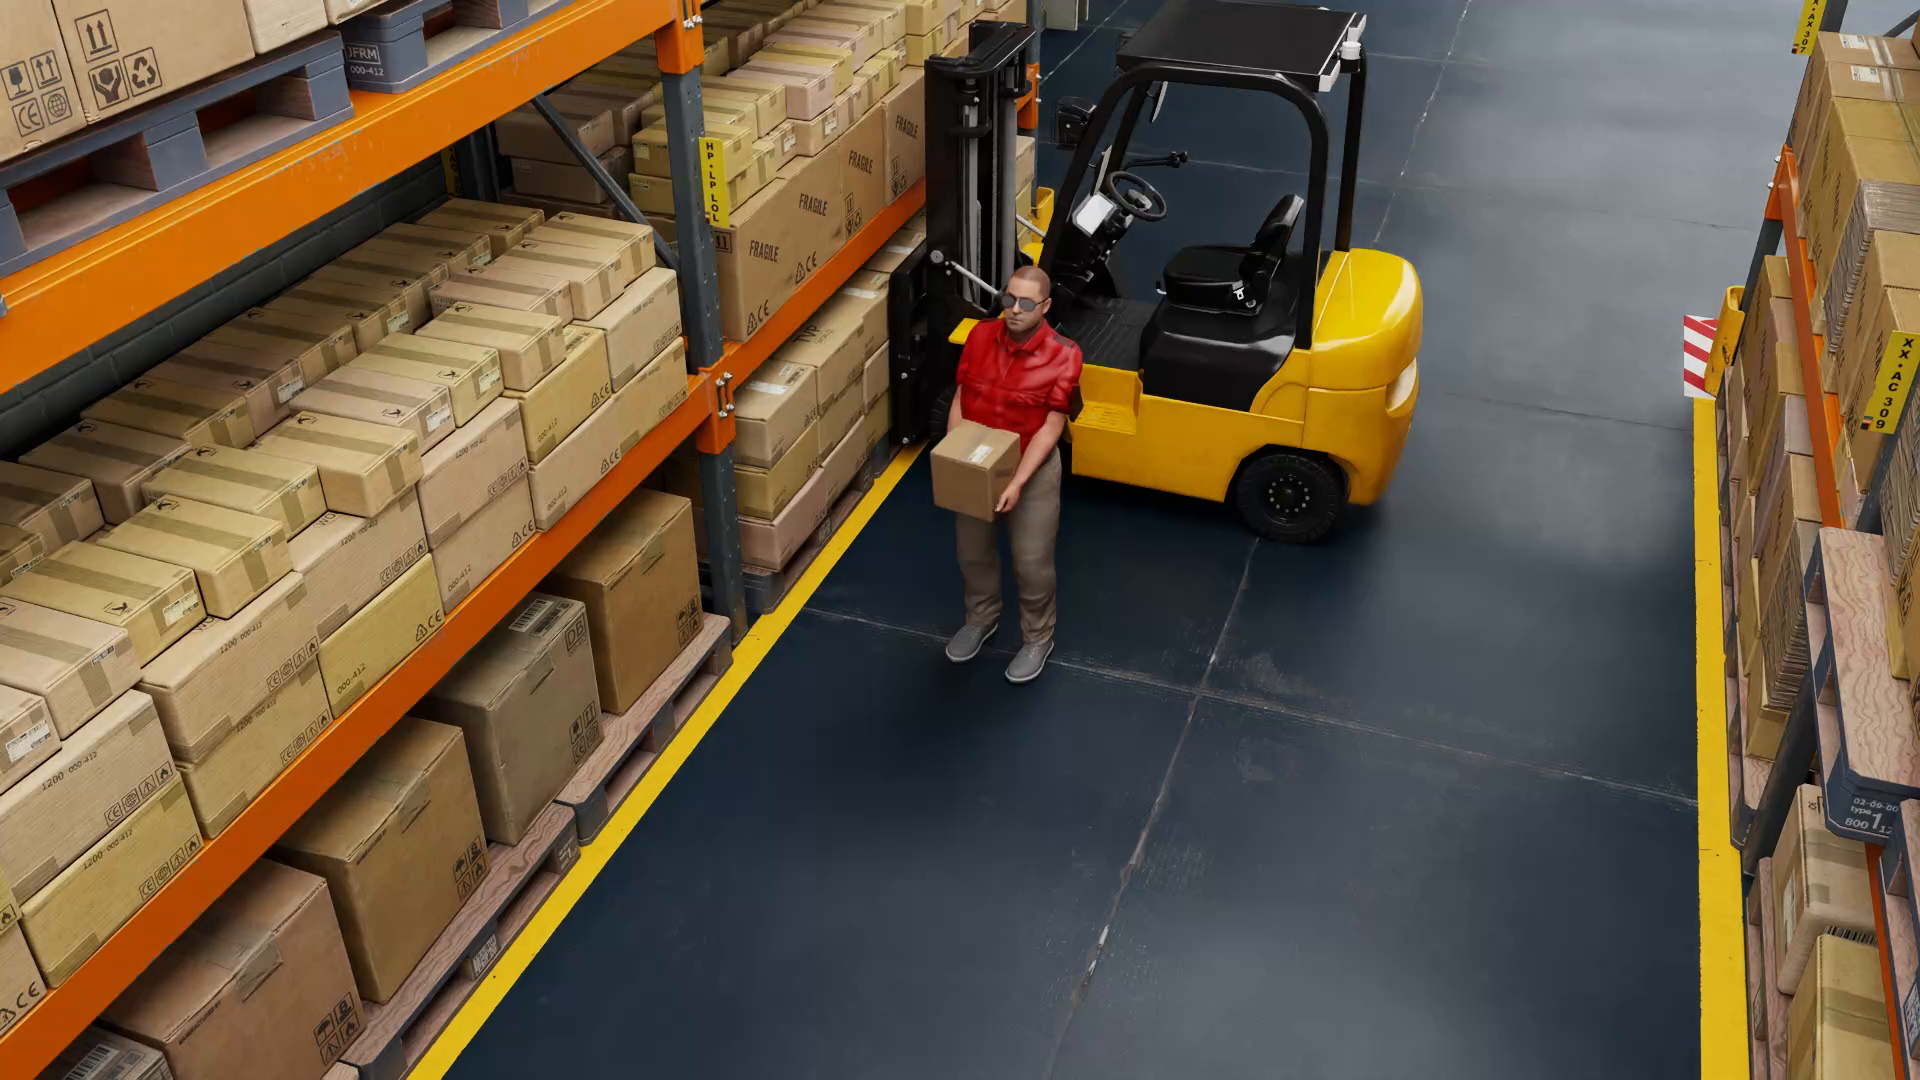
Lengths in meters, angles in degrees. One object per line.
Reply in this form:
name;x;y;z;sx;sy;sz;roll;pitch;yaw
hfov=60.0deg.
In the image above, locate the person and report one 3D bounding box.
person;0.166;-0.212;6.489;0.496;1.715;0.530;17;37;25
